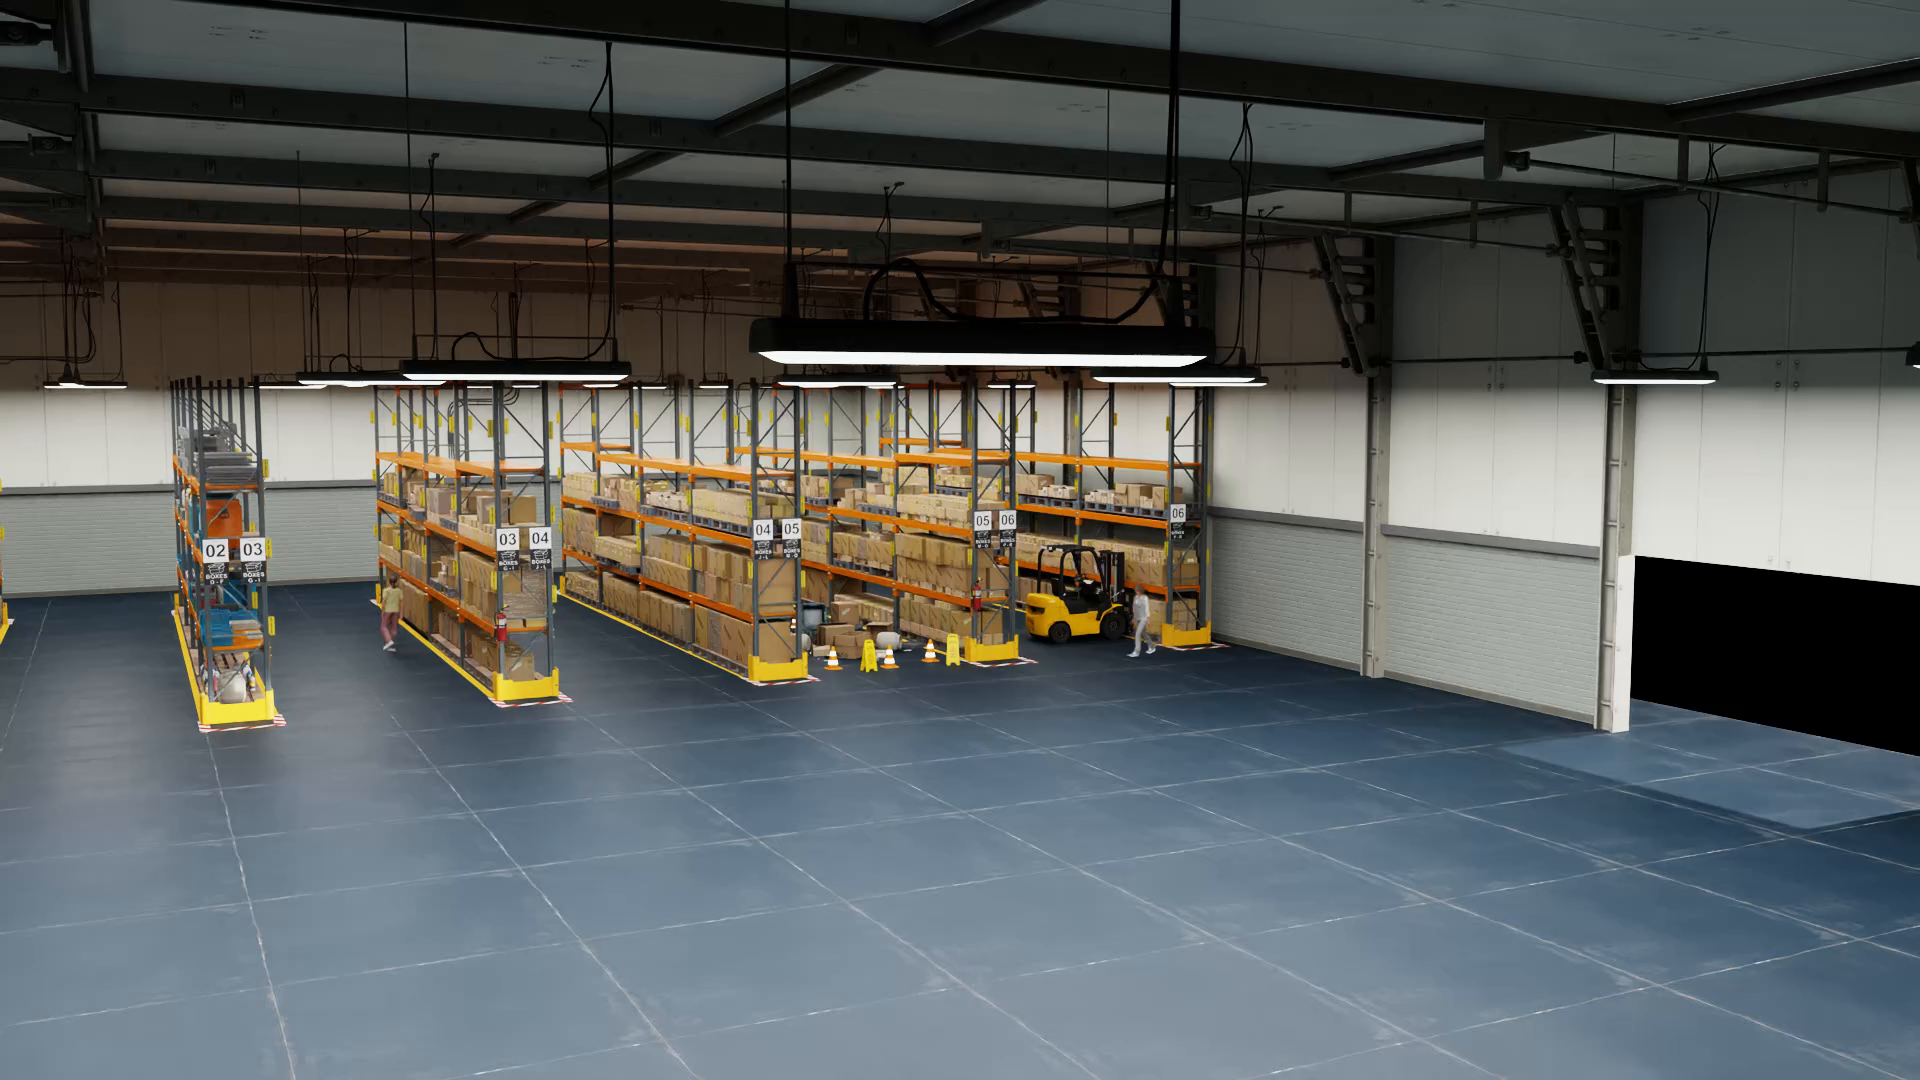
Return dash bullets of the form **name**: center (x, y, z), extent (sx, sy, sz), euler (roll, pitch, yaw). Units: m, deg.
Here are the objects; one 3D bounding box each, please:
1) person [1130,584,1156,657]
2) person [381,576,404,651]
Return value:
- **person**: center (3.959, 1.731, 36.110), extent (0.764, 1.557, 0.447), euler (-2, 6, -23)
- **person**: center (-12.496, 1.624, 36.641), extent (0.483, 1.671, 0.463), euler (-3, 6, -29)
